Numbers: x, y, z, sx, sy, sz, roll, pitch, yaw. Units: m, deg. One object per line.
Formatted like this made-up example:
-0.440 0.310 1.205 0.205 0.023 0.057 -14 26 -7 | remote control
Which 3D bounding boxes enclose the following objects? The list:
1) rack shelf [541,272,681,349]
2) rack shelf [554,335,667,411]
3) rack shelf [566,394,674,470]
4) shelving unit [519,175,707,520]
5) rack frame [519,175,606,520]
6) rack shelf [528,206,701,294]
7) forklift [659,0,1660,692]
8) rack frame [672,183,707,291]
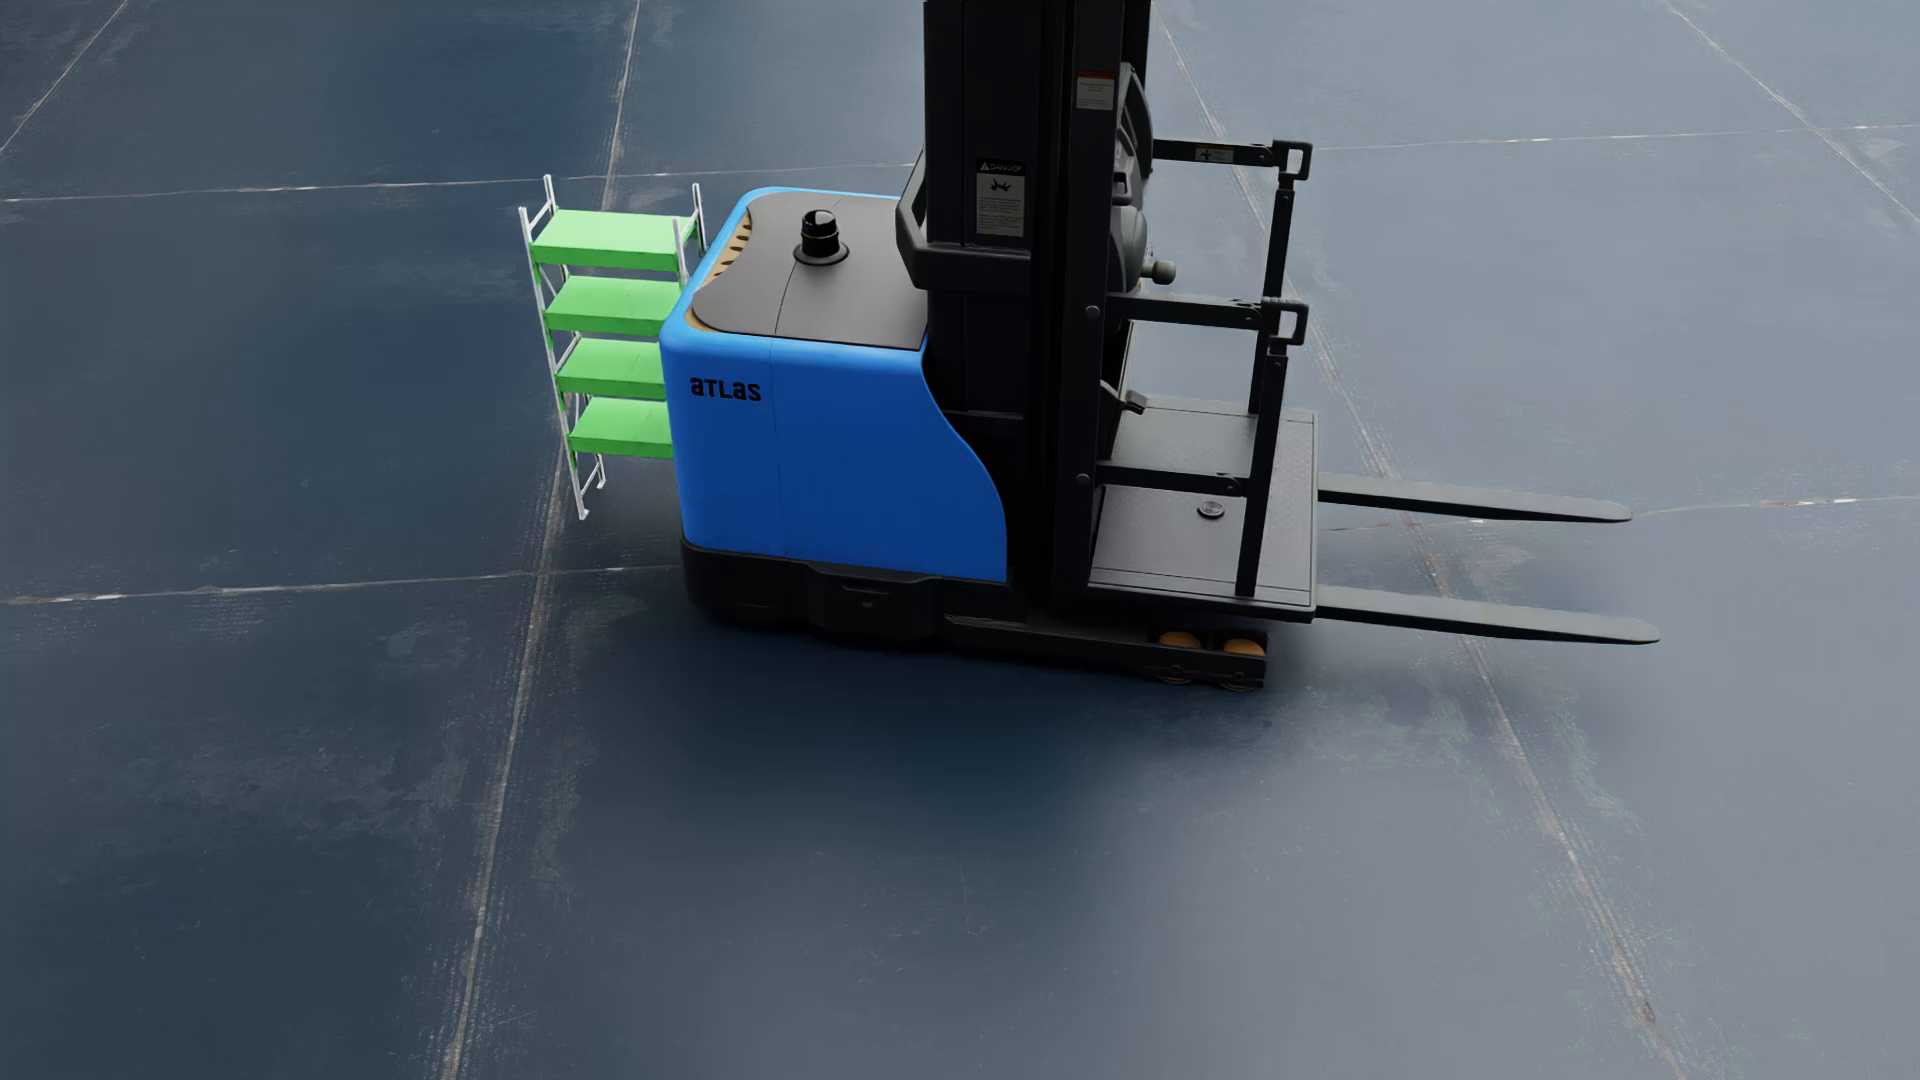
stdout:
-1.080 -0.733 5.419 0.480 0.148 0.258 5 39 8 | rack shelf
-1.077 -0.544 5.567 0.480 0.148 0.258 5 39 8 | rack shelf
-1.073 -0.355 5.715 0.480 0.148 0.258 5 39 8 | rack shelf
-1.078 -0.594 5.528 0.503 1.200 0.258 5 39 8 | shelving unit
-1.318 -0.615 5.560 0.015 1.200 0.240 5 39 8 | rack frame
-1.084 -0.921 5.271 0.480 0.148 0.258 5 39 8 | rack shelf
0.675 -1.039 4.700 3.031 2.935 1.130 6 39 8 | forklift
-0.837 -0.573 5.495 0.015 1.200 0.240 5 39 8 | rack frame
